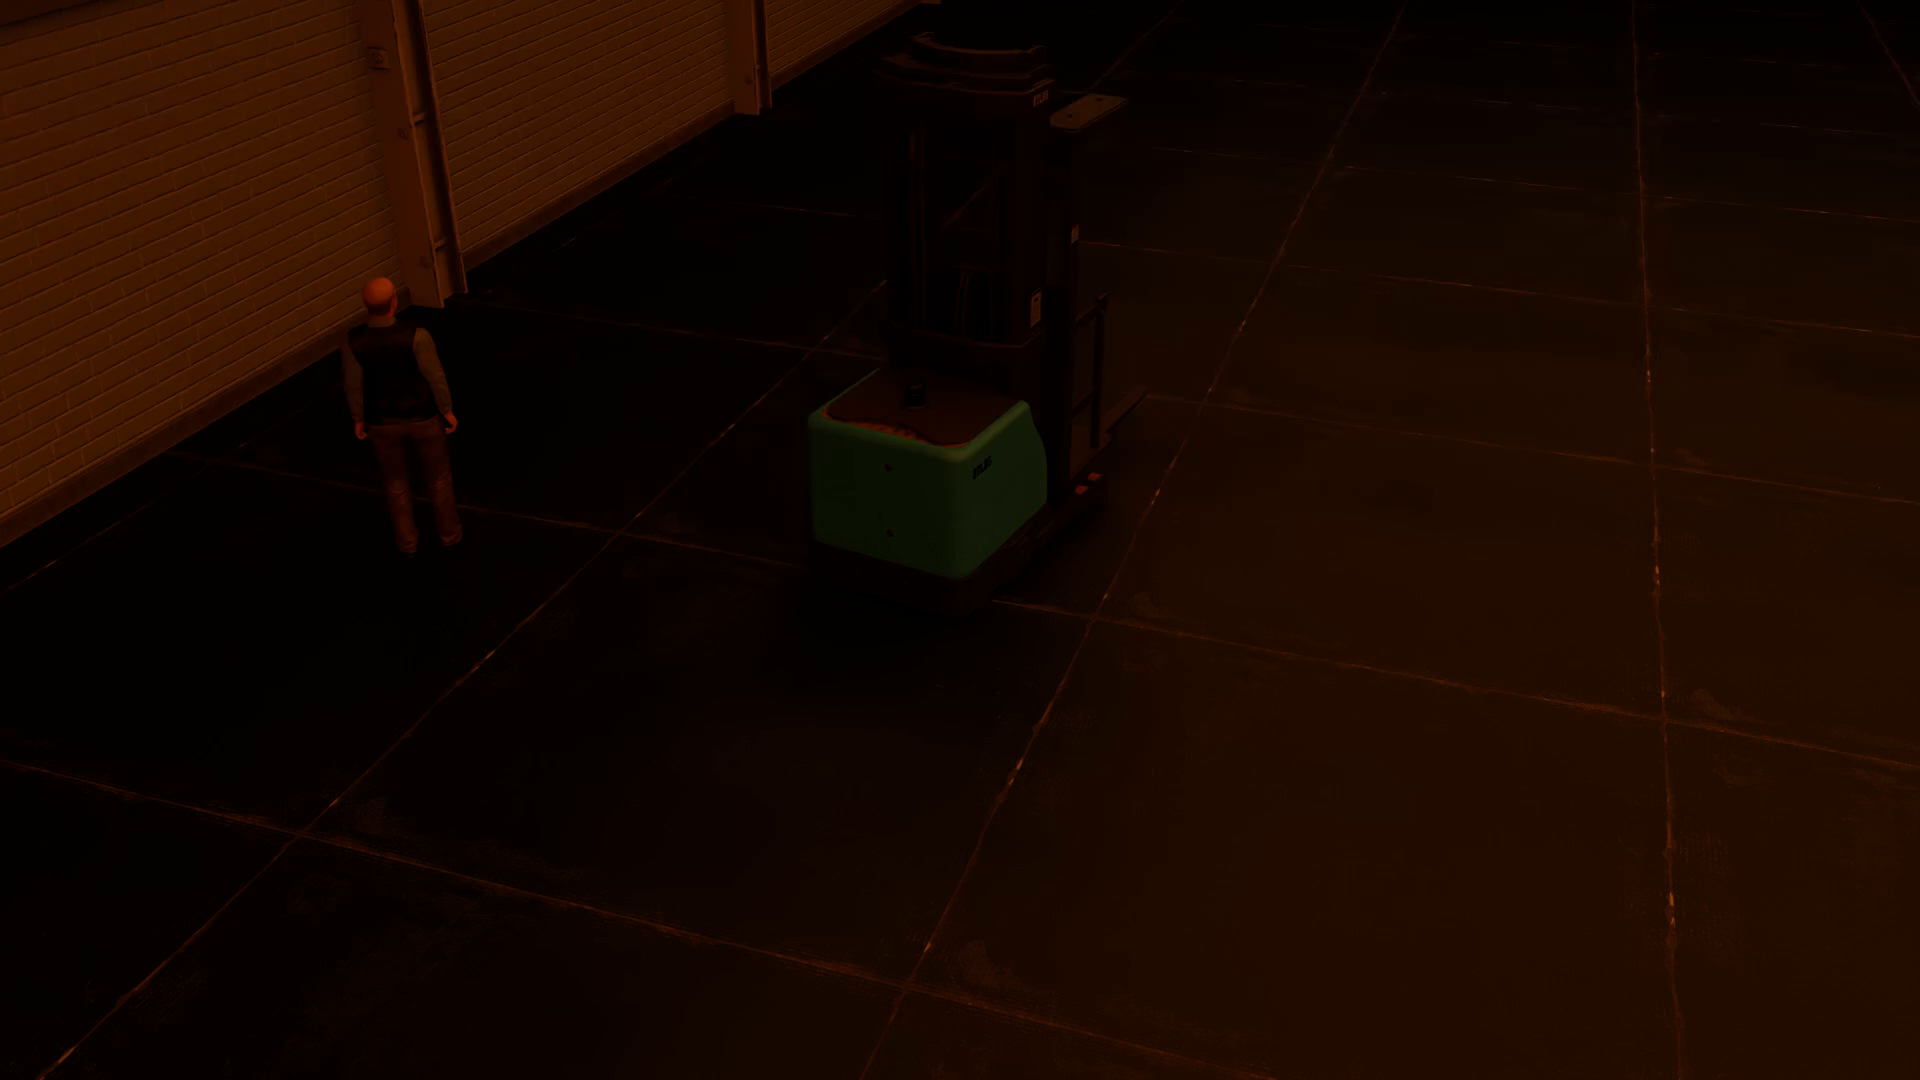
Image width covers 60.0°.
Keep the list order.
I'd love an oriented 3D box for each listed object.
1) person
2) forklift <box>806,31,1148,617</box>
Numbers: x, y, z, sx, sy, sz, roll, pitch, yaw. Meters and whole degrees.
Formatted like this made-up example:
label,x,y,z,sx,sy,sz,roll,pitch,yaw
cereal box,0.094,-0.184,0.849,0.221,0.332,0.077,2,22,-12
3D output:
label,x,y,z,sx,sy,sz,roll,pitch,yaw
person,-3.200,-0.705,9.596,0.580,1.725,0.387,-6,30,-10
forklift,0.281,-1.546,9.849,1.130,2.935,3.031,15,33,24
